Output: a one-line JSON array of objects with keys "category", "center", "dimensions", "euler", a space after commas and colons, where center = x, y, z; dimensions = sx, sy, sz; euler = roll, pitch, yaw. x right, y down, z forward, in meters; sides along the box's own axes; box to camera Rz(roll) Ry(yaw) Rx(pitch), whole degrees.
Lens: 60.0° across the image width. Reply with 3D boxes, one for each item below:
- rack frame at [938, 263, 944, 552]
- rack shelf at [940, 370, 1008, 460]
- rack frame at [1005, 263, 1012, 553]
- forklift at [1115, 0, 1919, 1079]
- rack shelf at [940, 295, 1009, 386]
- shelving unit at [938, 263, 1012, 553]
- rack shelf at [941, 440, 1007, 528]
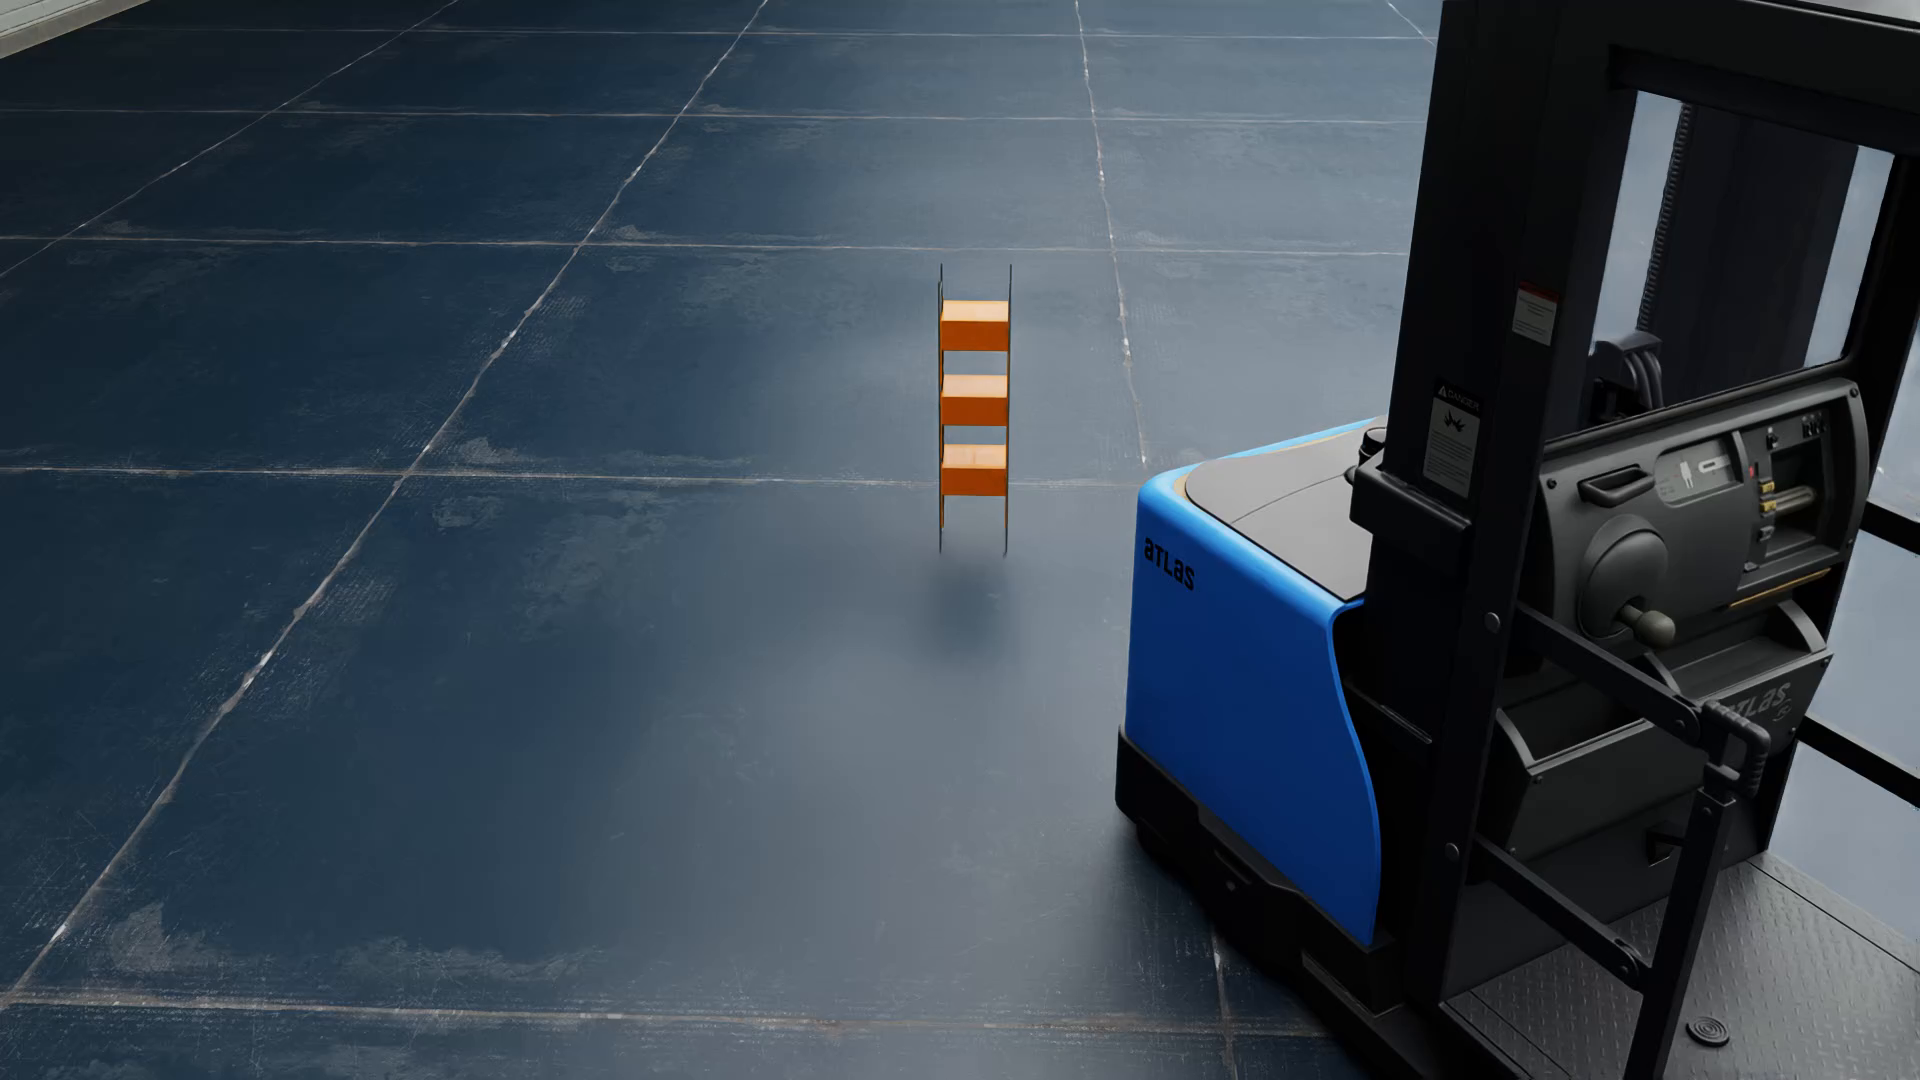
[{"category": "rack frame", "center": [-0.068, -0.465, 6.006], "dimensions": [0.008, 1.050, 0.200], "euler": [1, 28, 2]}, {"category": "rack shelf", "center": [0.053, -0.454, 6.007], "dimensions": [0.240, 0.259, 0.215], "euler": [1, 28, 2]}, {"category": "rack frame", "center": [0.175, -0.461, 5.999], "dimensions": [0.008, 1.050, 0.200], "euler": [1, 28, 2]}, {"category": "forklift", "center": [1.601, -0.017, 3.153], "dimensions": [1.130, 2.935, 3.031], "euler": [-15, 31, -26]}, {"category": "rack shelf", "center": [0.053, -0.704, 5.874], "dimensions": [0.240, 0.259, 0.215], "euler": [1, 28, 2]}, {"category": "shelving unit", "center": [0.053, -0.463, 6.002], "dimensions": [0.252, 1.050, 0.215], "euler": [1, 28, 2]}, {"category": "rack shelf", "center": [0.053, -0.208, 6.138], "dimensions": [0.240, 0.259, 0.215], "euler": [1, 28, 2]}]
